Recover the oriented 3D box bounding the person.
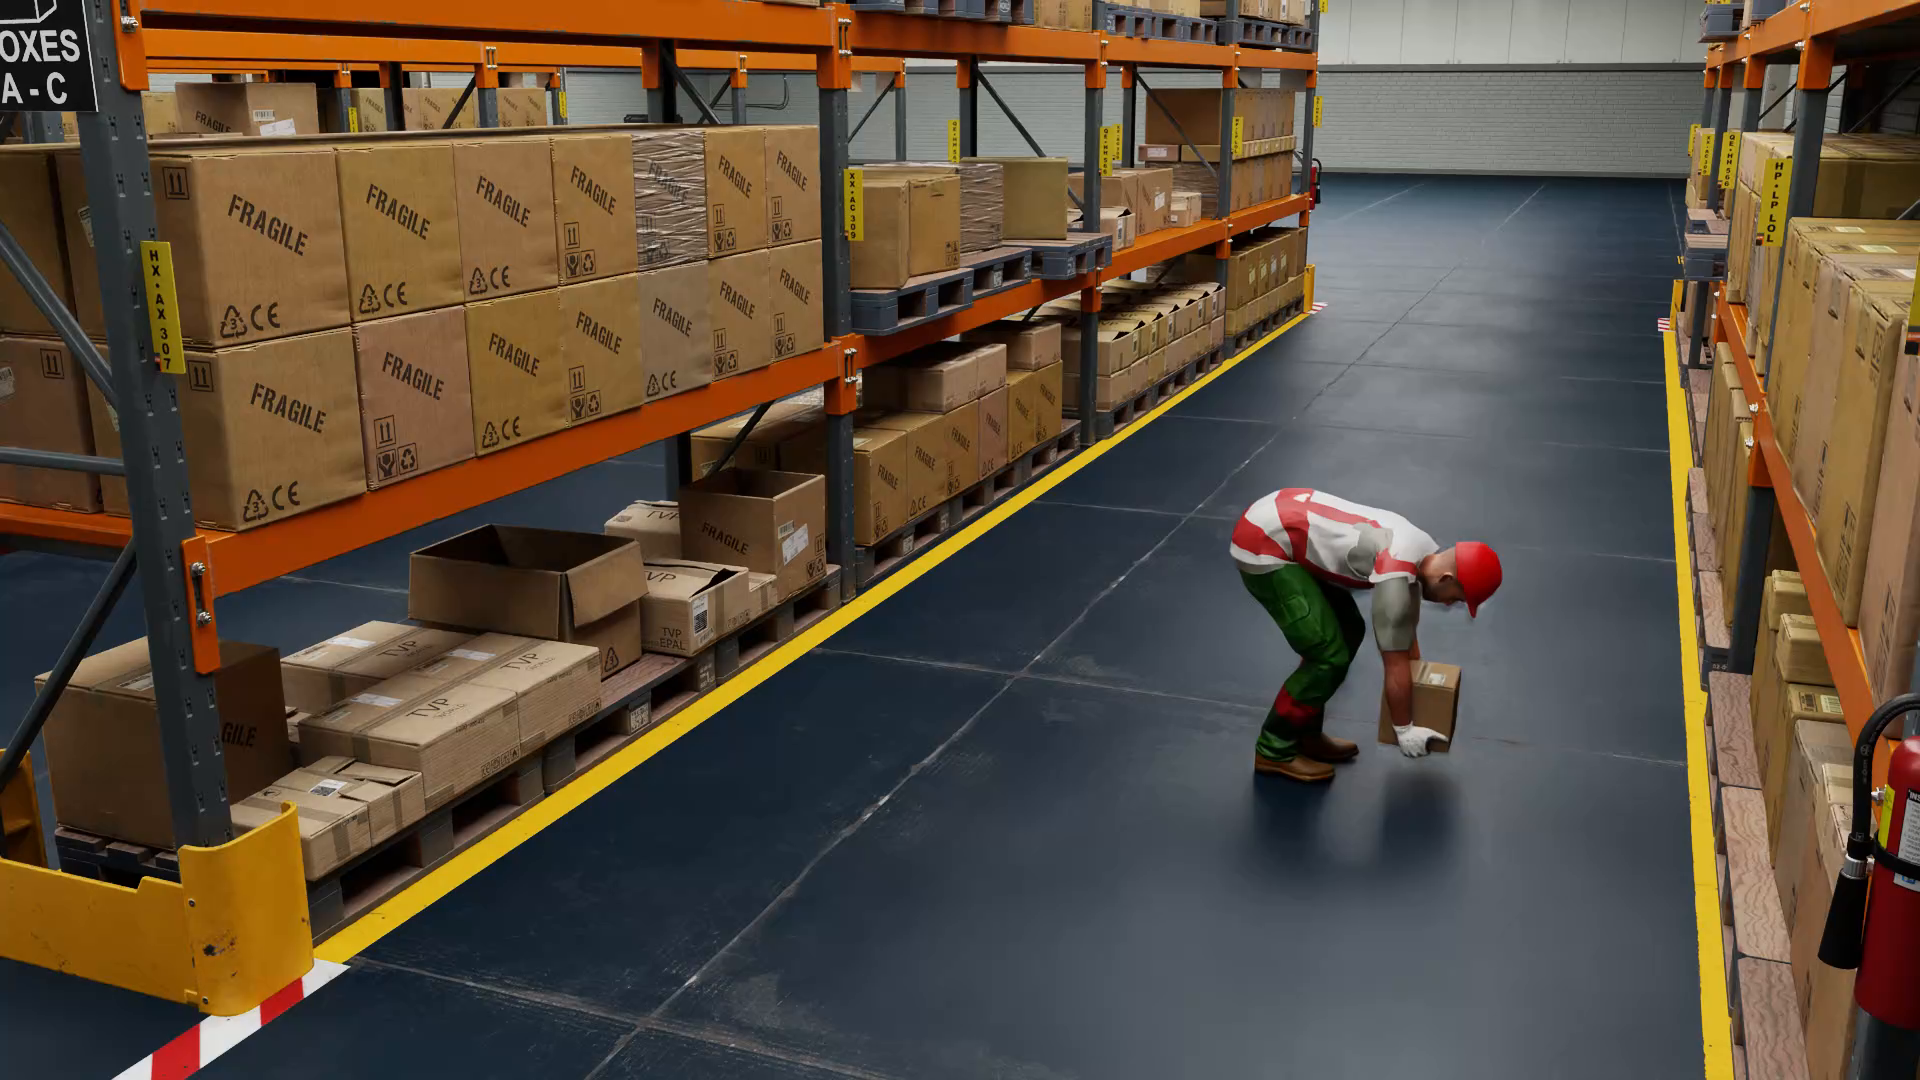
[{"bbox_3d":[1.458,0.352,6.081,0.959,1.049,0.509,5,16,18],"label":"person"}]
